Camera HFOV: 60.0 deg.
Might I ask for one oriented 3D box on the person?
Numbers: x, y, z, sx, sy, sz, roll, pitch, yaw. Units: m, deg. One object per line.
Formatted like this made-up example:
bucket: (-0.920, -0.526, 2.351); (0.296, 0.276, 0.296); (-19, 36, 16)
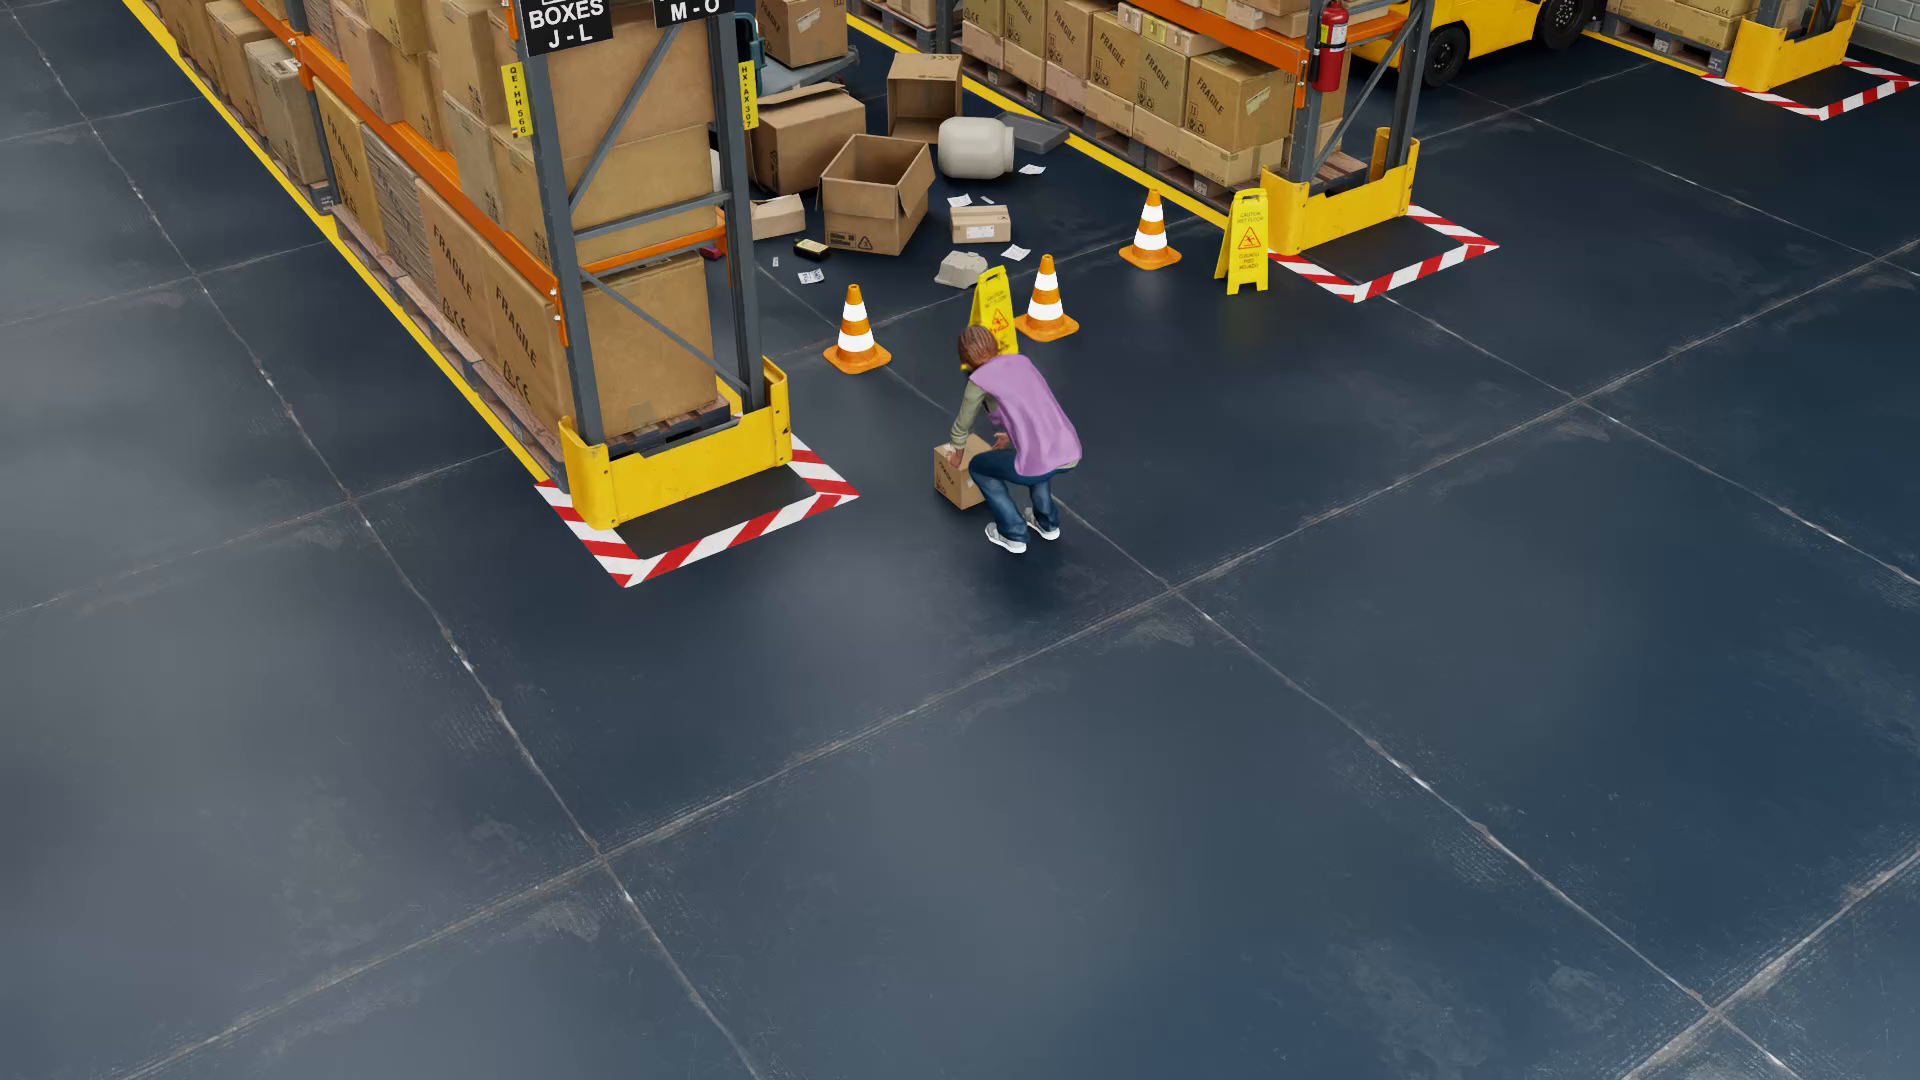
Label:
person: (0.252, -0.462, 8.094); (0.458, 1.035, 0.762); (-23, 43, -27)
